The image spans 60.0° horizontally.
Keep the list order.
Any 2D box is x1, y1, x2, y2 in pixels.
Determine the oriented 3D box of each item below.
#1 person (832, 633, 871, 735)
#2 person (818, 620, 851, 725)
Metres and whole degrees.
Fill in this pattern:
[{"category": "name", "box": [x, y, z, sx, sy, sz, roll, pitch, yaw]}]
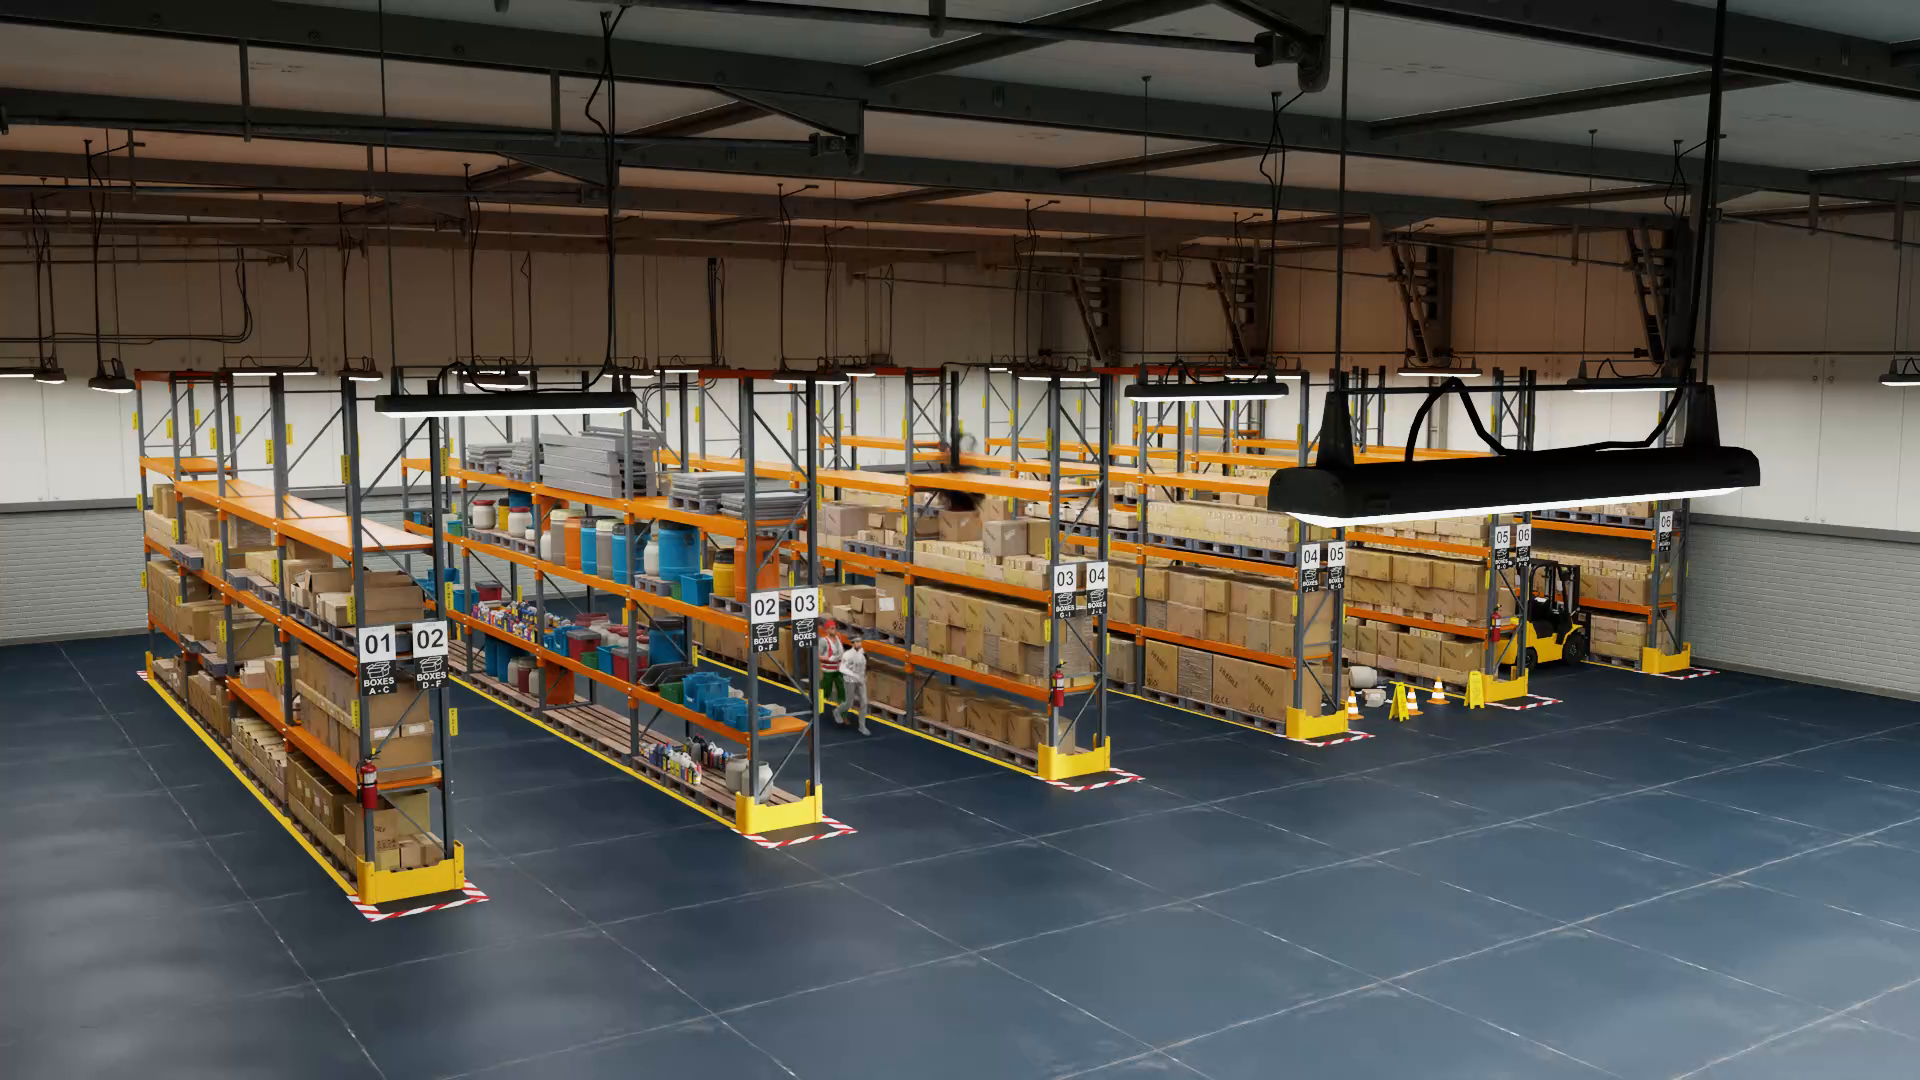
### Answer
[{"category": "person", "box": [-1.798, 2.370, 27.794, 0.602, 1.688, 0.880, -5, 8, -39]}, {"category": "person", "box": [-2.184, 2.241, 28.379, 0.666, 1.768, 0.957, -6, 8, -40]}]
